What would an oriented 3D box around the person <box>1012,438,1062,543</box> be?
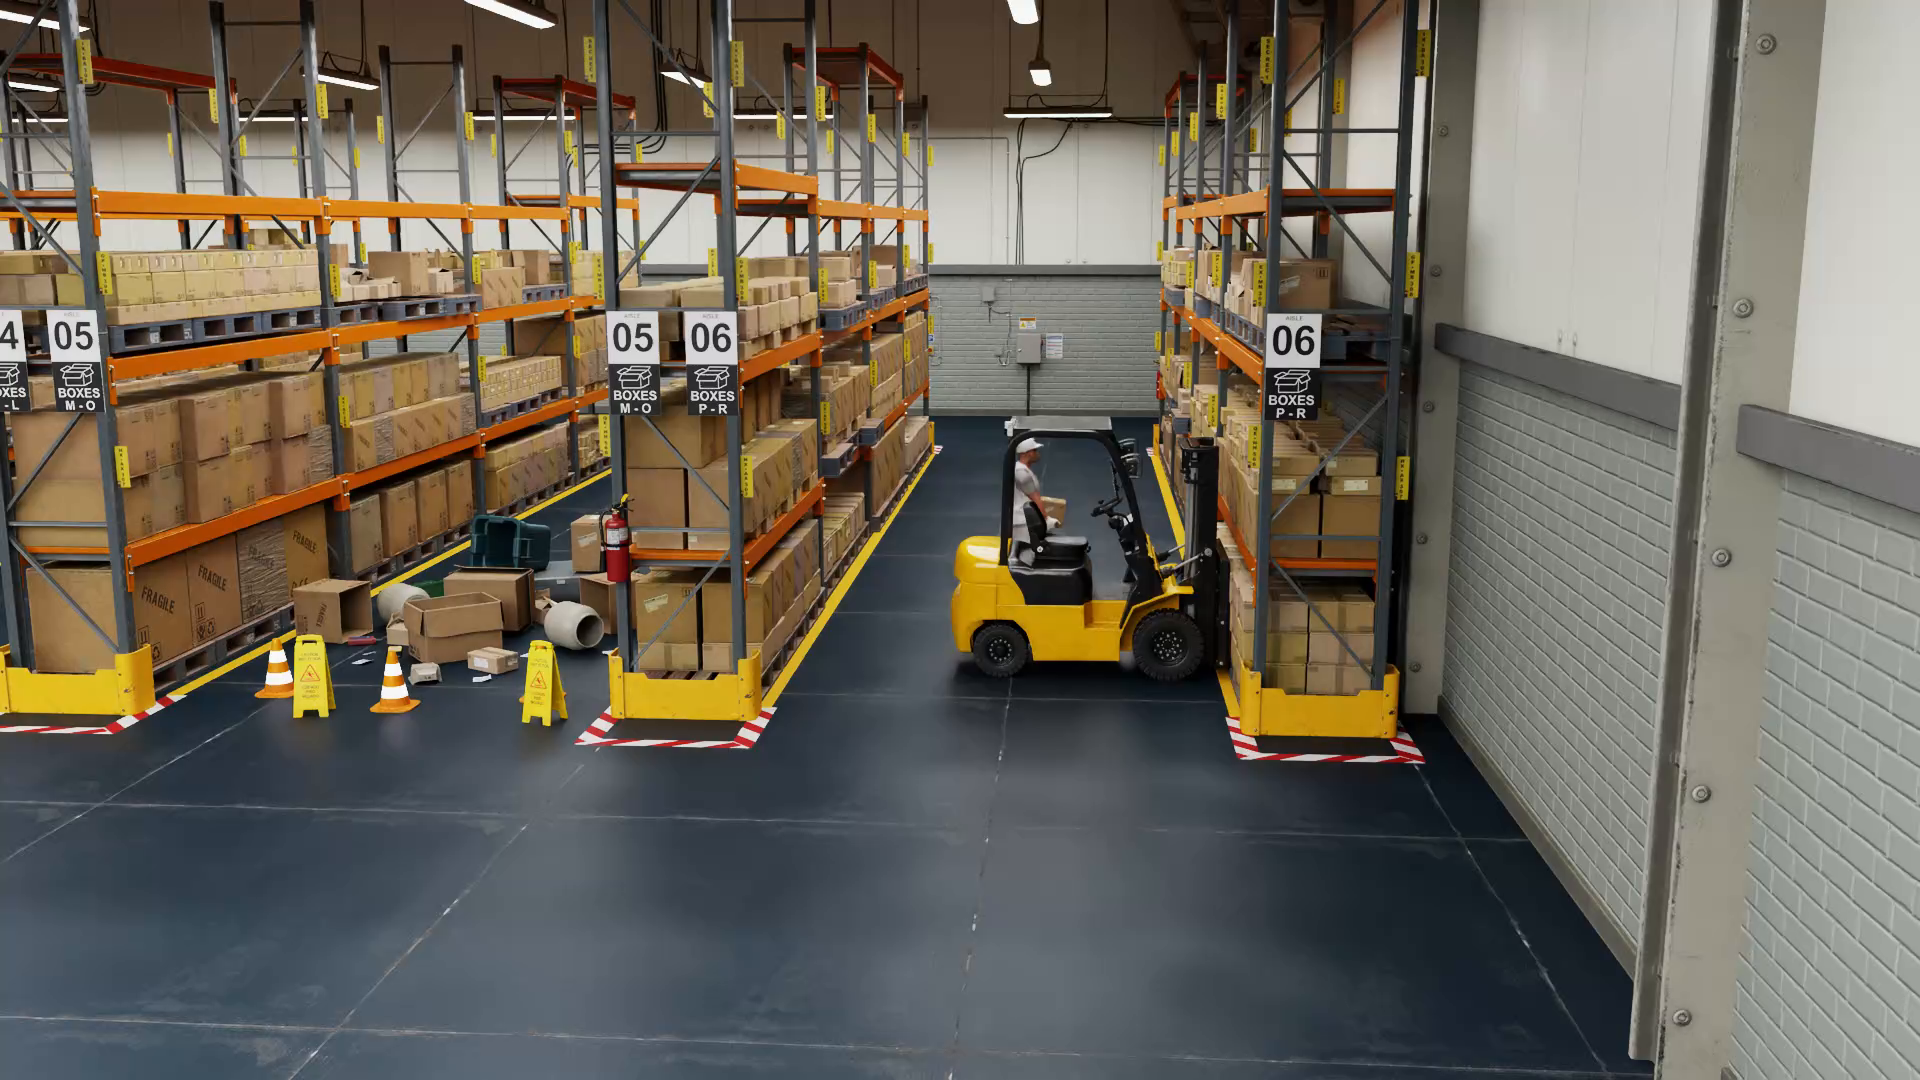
[{"bbox_3d":[0.739,-0.154,16.682,0.556,1.786,0.495,1,11,3],"label":"person"}]
